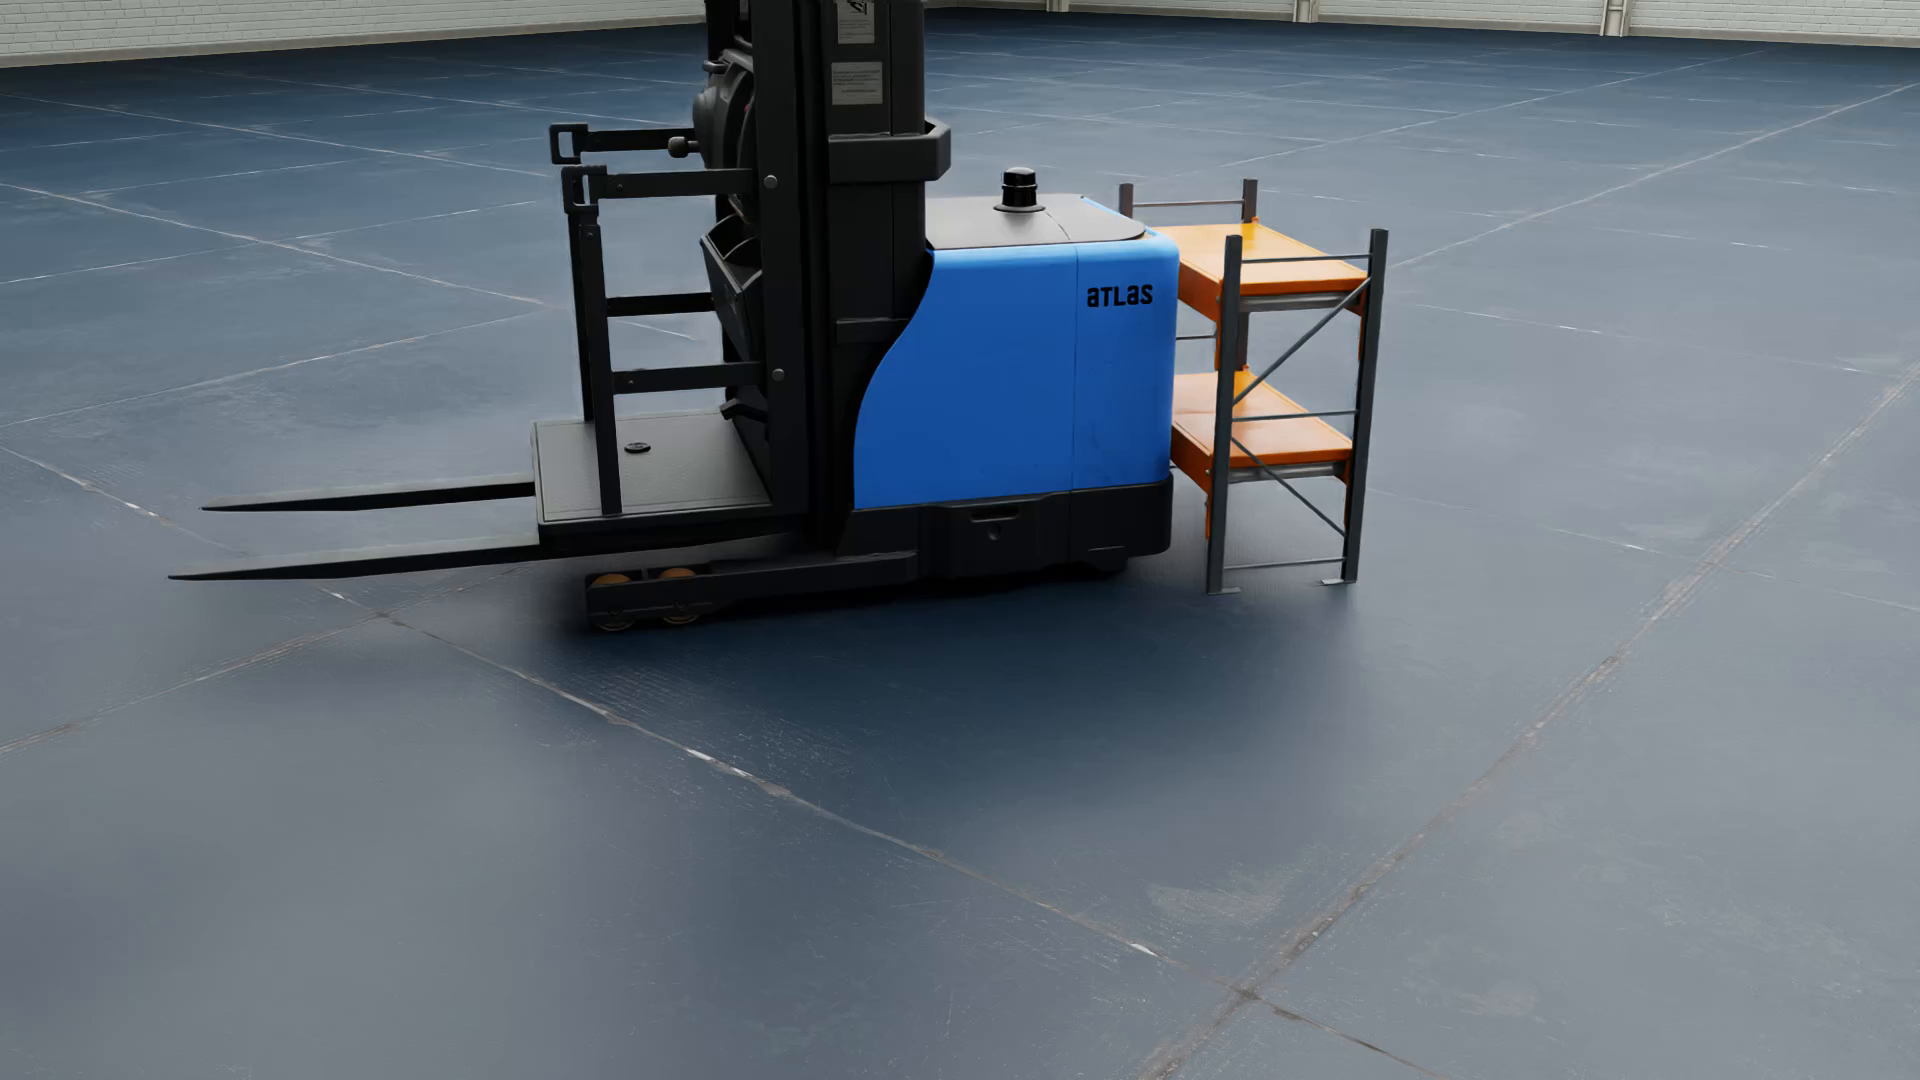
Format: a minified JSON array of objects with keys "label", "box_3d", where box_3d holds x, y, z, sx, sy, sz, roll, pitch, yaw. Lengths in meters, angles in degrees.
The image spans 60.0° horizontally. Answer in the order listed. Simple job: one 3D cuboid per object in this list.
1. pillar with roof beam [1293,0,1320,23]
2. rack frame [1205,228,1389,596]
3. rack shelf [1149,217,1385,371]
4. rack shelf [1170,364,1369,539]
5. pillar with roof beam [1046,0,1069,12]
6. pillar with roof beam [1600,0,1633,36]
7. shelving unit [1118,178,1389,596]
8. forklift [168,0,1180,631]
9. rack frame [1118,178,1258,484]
[{"label":"pillar with roof beam","box_3d":[4.050,-13.186,27.881,0.400,9.000,9.100,16,26,36]},{"label":"rack frame","box_3d":[1.019,-0.376,5.071,0.500,1.125,0.032,-4,21,-12]},{"label":"rack shelf","box_3d":[0.910,-0.825,5.433,0.538,0.278,1.000,-4,21,-12]},{"label":"rack shelf","box_3d":[0.909,-0.323,5.622,0.538,0.278,1.000,-4,21,-12]},{"label":"pillar with roof beam","box_3d":[-0.598,-14.524,31.430,0.400,9.000,9.100,16,26,36]},{"label":"pillar with roof beam","box_3d":[8.699,-11.847,24.331,0.400,9.000,9.100,16,26,36]},{"label":"shelving unit","box_3d":[0.909,-0.551,5.536,0.538,1.125,1.048,-4,21,-12]},{"label":"forklift","box_3d":[-0.888,-1.307,4.980,3.031,2.935,1.130,-5,21,-14]},{"label":"rack frame","box_3d":[0.800,-0.726,6.000,0.500,1.125,0.032,-4,21,-12]}]
